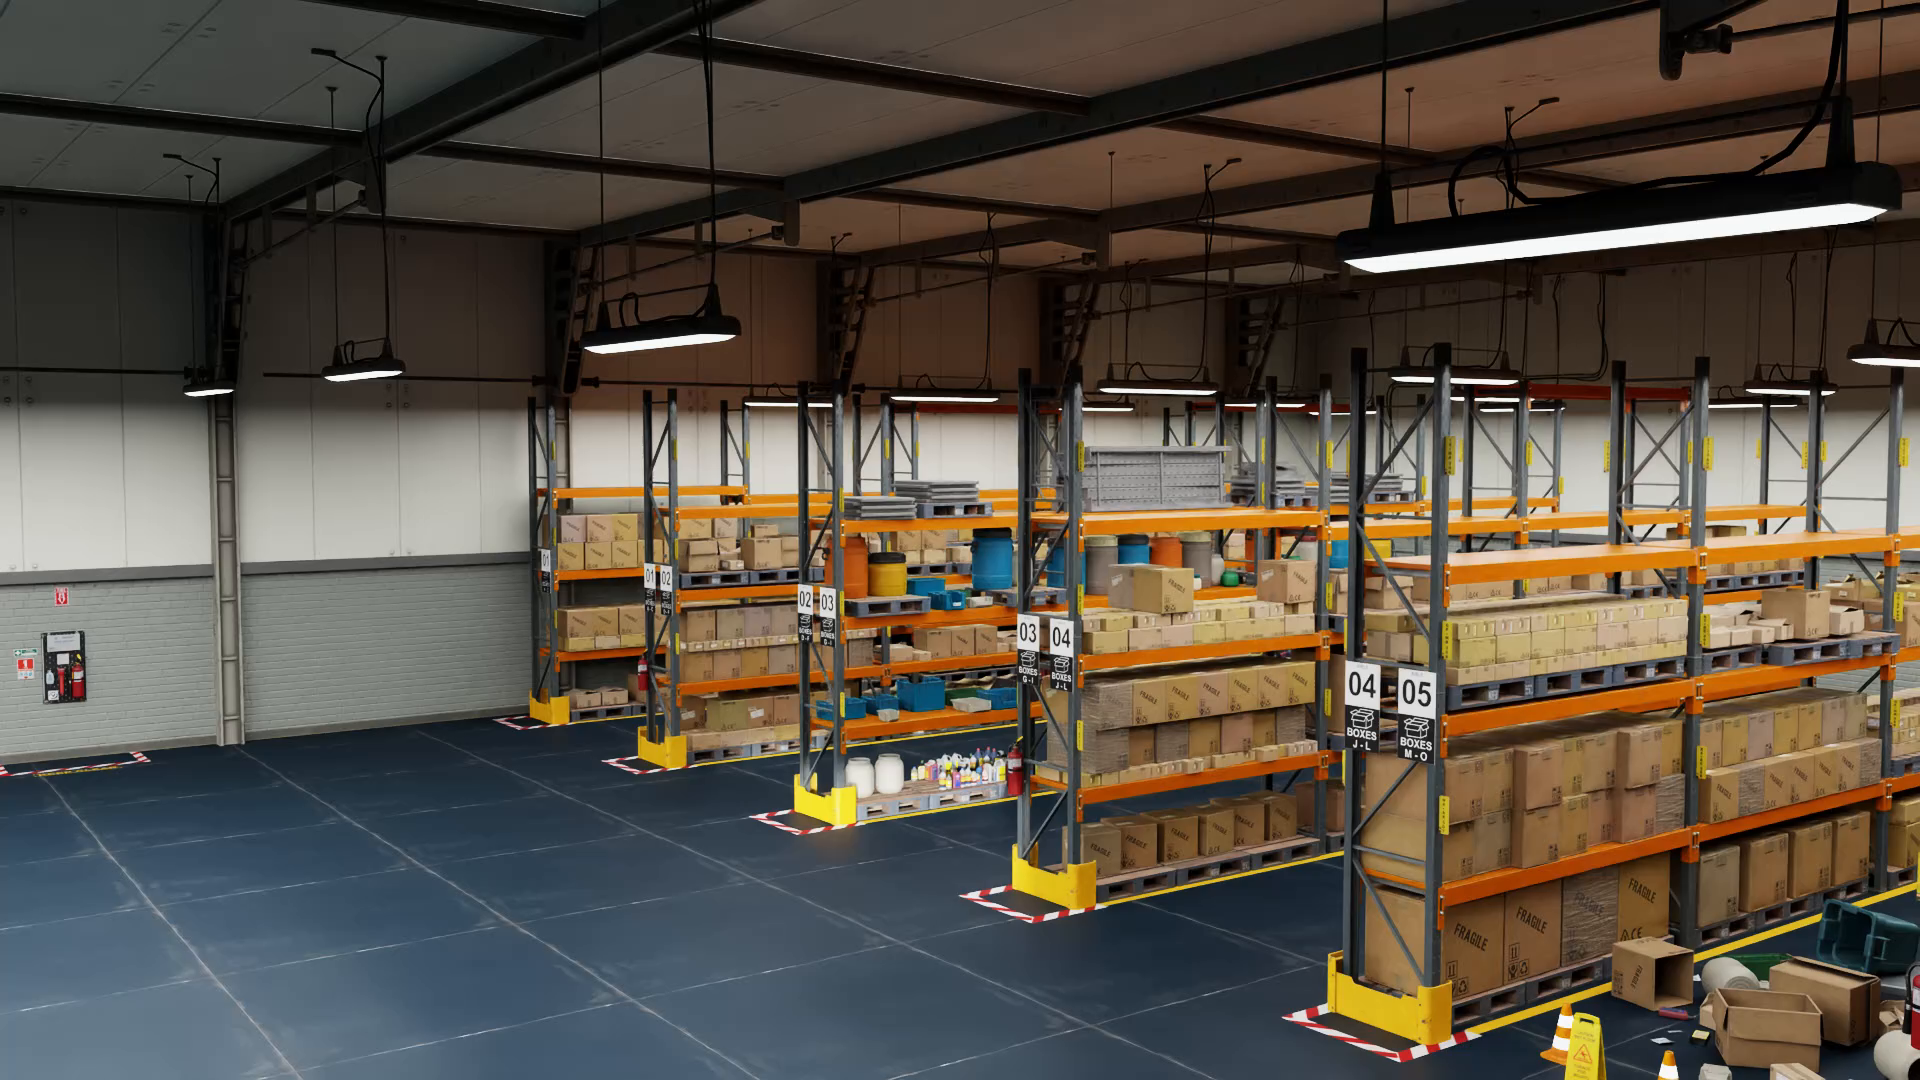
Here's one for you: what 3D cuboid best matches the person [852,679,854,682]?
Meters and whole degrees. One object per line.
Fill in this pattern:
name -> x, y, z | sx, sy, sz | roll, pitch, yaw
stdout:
person -> -1.943, 2.511, 31.249 | 0.447, 1.604, 0.441 | -3, 4, -40
